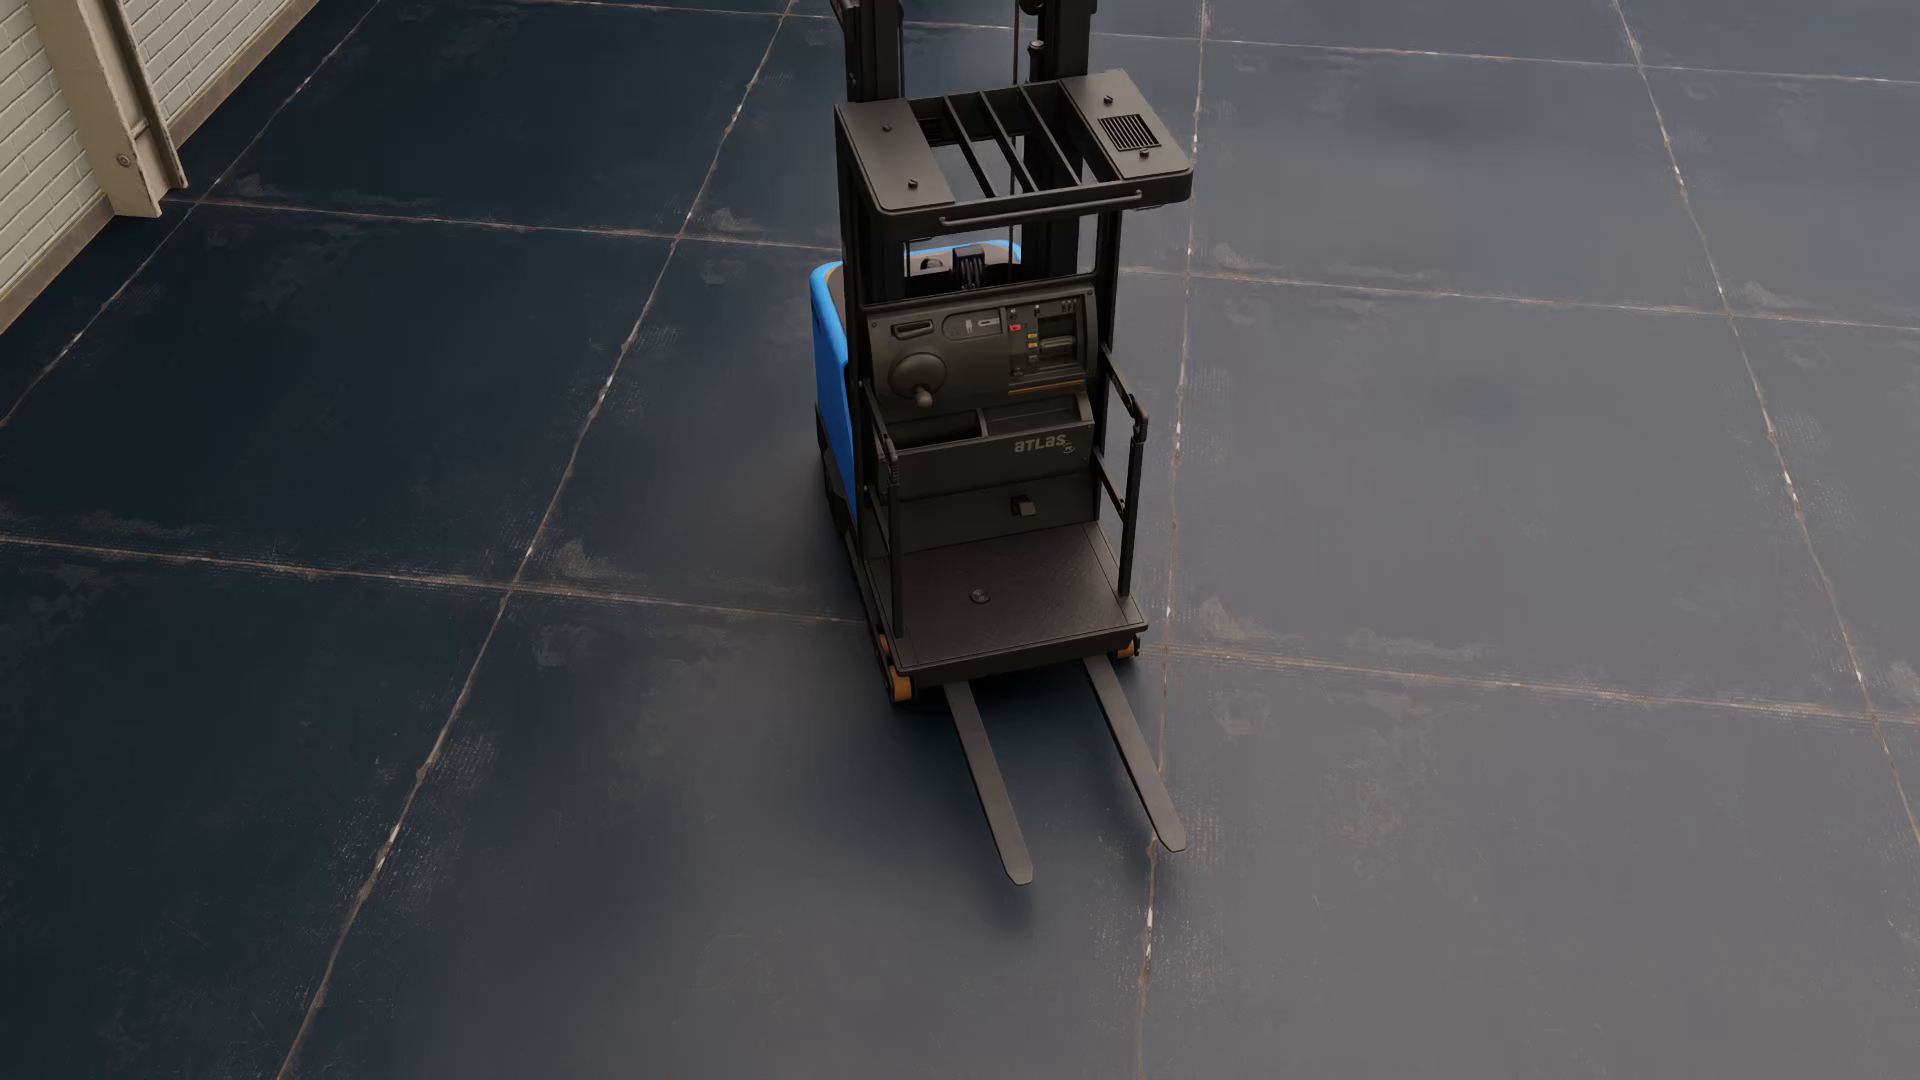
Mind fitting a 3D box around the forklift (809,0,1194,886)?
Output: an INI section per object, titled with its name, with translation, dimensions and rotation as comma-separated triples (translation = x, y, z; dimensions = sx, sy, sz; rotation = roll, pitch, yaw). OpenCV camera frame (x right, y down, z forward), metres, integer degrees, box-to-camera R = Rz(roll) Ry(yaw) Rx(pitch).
[forklift]
translation = 0.153, -0.681, 6.465
dimensions = 1.130, 2.935, 3.031
rotation = -10, 44, -11
